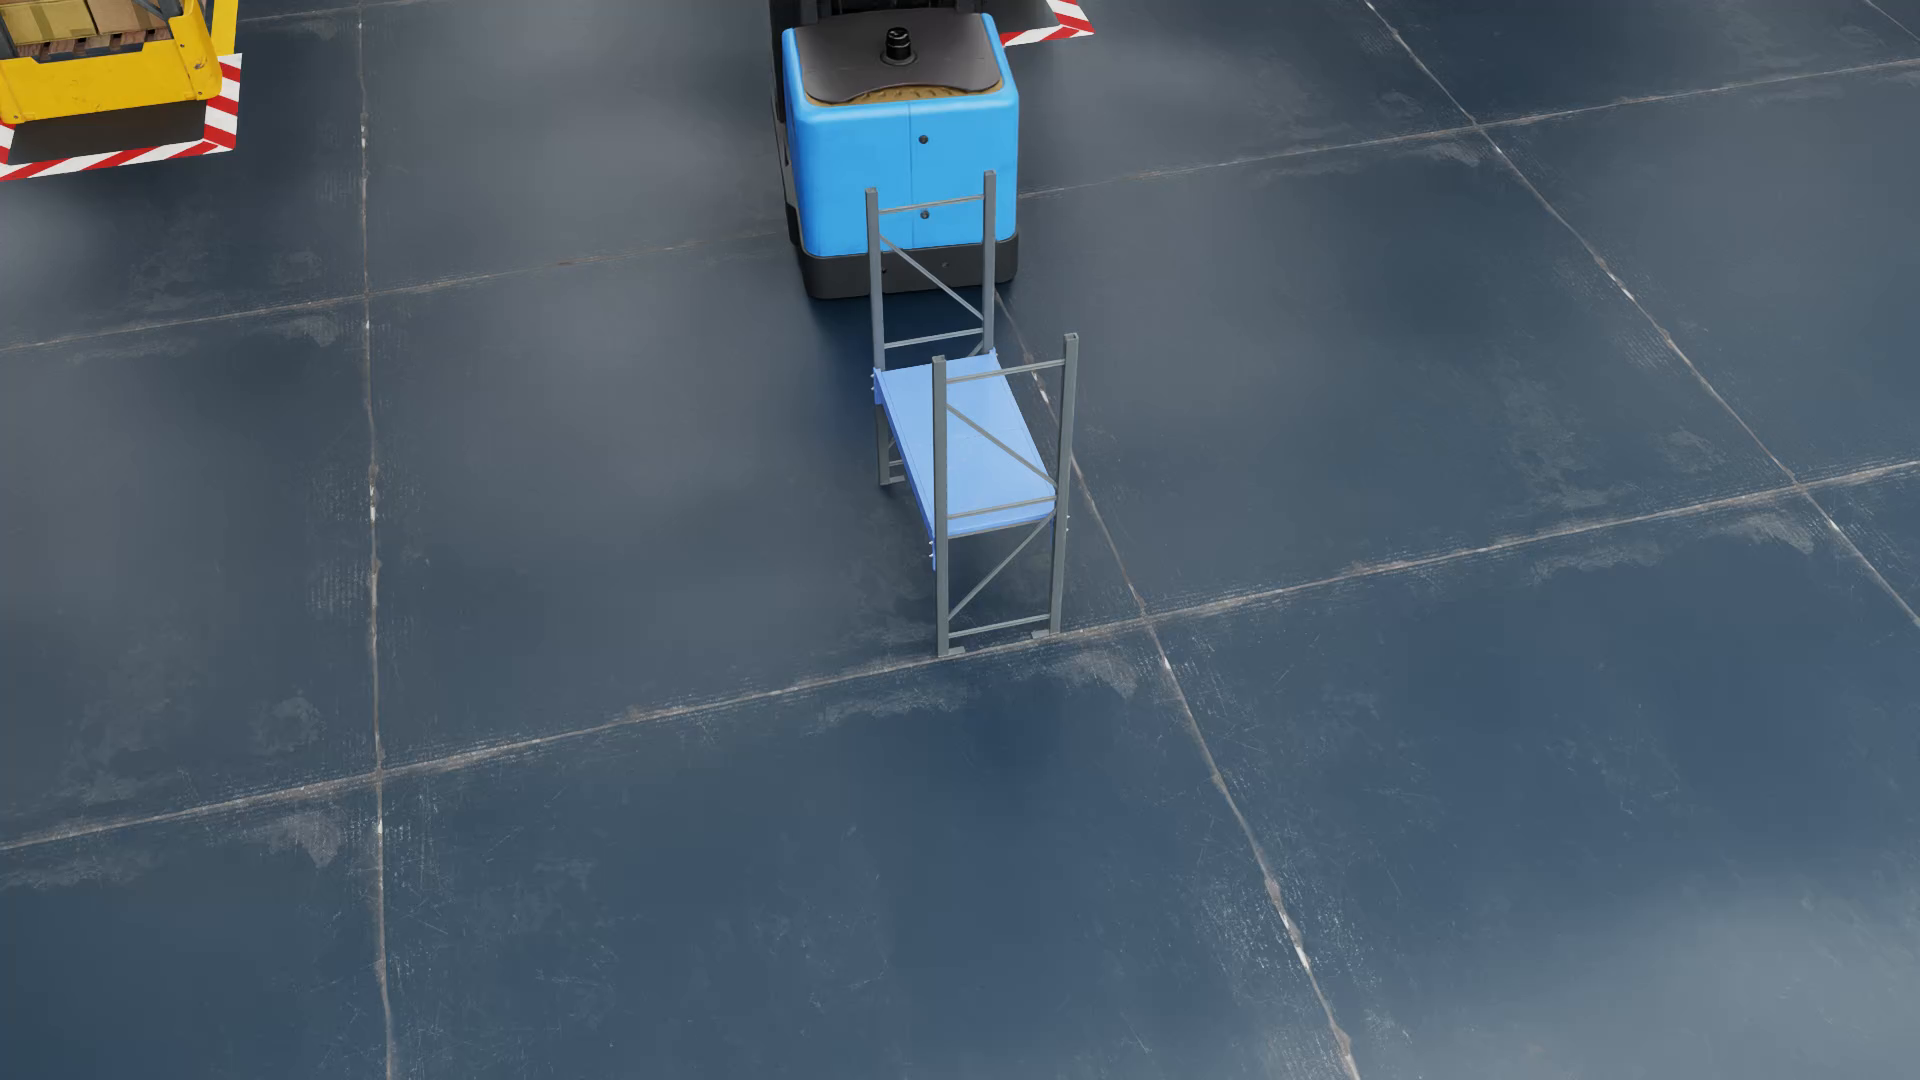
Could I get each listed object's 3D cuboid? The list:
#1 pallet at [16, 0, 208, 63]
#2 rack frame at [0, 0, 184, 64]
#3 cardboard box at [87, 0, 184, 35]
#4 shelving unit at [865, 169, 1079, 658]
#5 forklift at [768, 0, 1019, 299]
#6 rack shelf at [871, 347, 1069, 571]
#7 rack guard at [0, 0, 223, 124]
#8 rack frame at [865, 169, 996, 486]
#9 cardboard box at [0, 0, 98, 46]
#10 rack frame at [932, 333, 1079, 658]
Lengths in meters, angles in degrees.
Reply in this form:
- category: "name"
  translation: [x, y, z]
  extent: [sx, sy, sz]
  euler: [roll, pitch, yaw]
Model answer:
- category: "pallet"
  translation: [-5.066, -3.145, 9.935]
  extent: [1.003, 0.211, 1.213]
  euler: [-11, 47, -10]
- category: "rack frame"
  translation: [-4.830, -3.600, 8.429]
  extent: [1.000, 3.000, 0.127]
  euler: [-11, 47, -10]
- category: "cardboard box"
  translation: [-4.752, -3.196, 9.664]
  extent: [0.500, 0.250, 0.500]
  euler: [-11, 47, -10]
- category: "shelving unit"
  translation: [0.022, -0.466, 6.407]
  extent: [0.538, 1.500, 1.048]
  euler: [-11, 47, -10]
- category: "forklift"
  translation: [-0.453, -3.256, 8.140]
  extent: [1.130, 2.935, 3.031]
  euler: [-6, 46, -6]
- category: "rack shelf"
  translation: [0.022, -0.340, 6.536]
  extent: [0.538, 0.185, 1.000]
  euler: [-11, 47, -10]
- category: "rack guard"
  translation: [-4.824, -2.709, 9.305]
  extent: [1.175, 0.500, 0.348]
  euler: [-11, 47, -10]
- category: "rack frame"
  translation: [-0.108, -0.817, 6.751]
  extent: [0.500, 1.500, 0.032]
  euler: [-11, 47, -10]
- category: "cardboard box"
  translation: [-5.253, -3.101, 9.571]
  extent: [0.500, 0.250, 0.500]
  euler: [-11, 47, -10]
- category: "rack frame"
  translation: [0.152, -0.115, 6.063]
  extent: [0.500, 1.500, 0.032]
  euler: [-11, 47, -10]
